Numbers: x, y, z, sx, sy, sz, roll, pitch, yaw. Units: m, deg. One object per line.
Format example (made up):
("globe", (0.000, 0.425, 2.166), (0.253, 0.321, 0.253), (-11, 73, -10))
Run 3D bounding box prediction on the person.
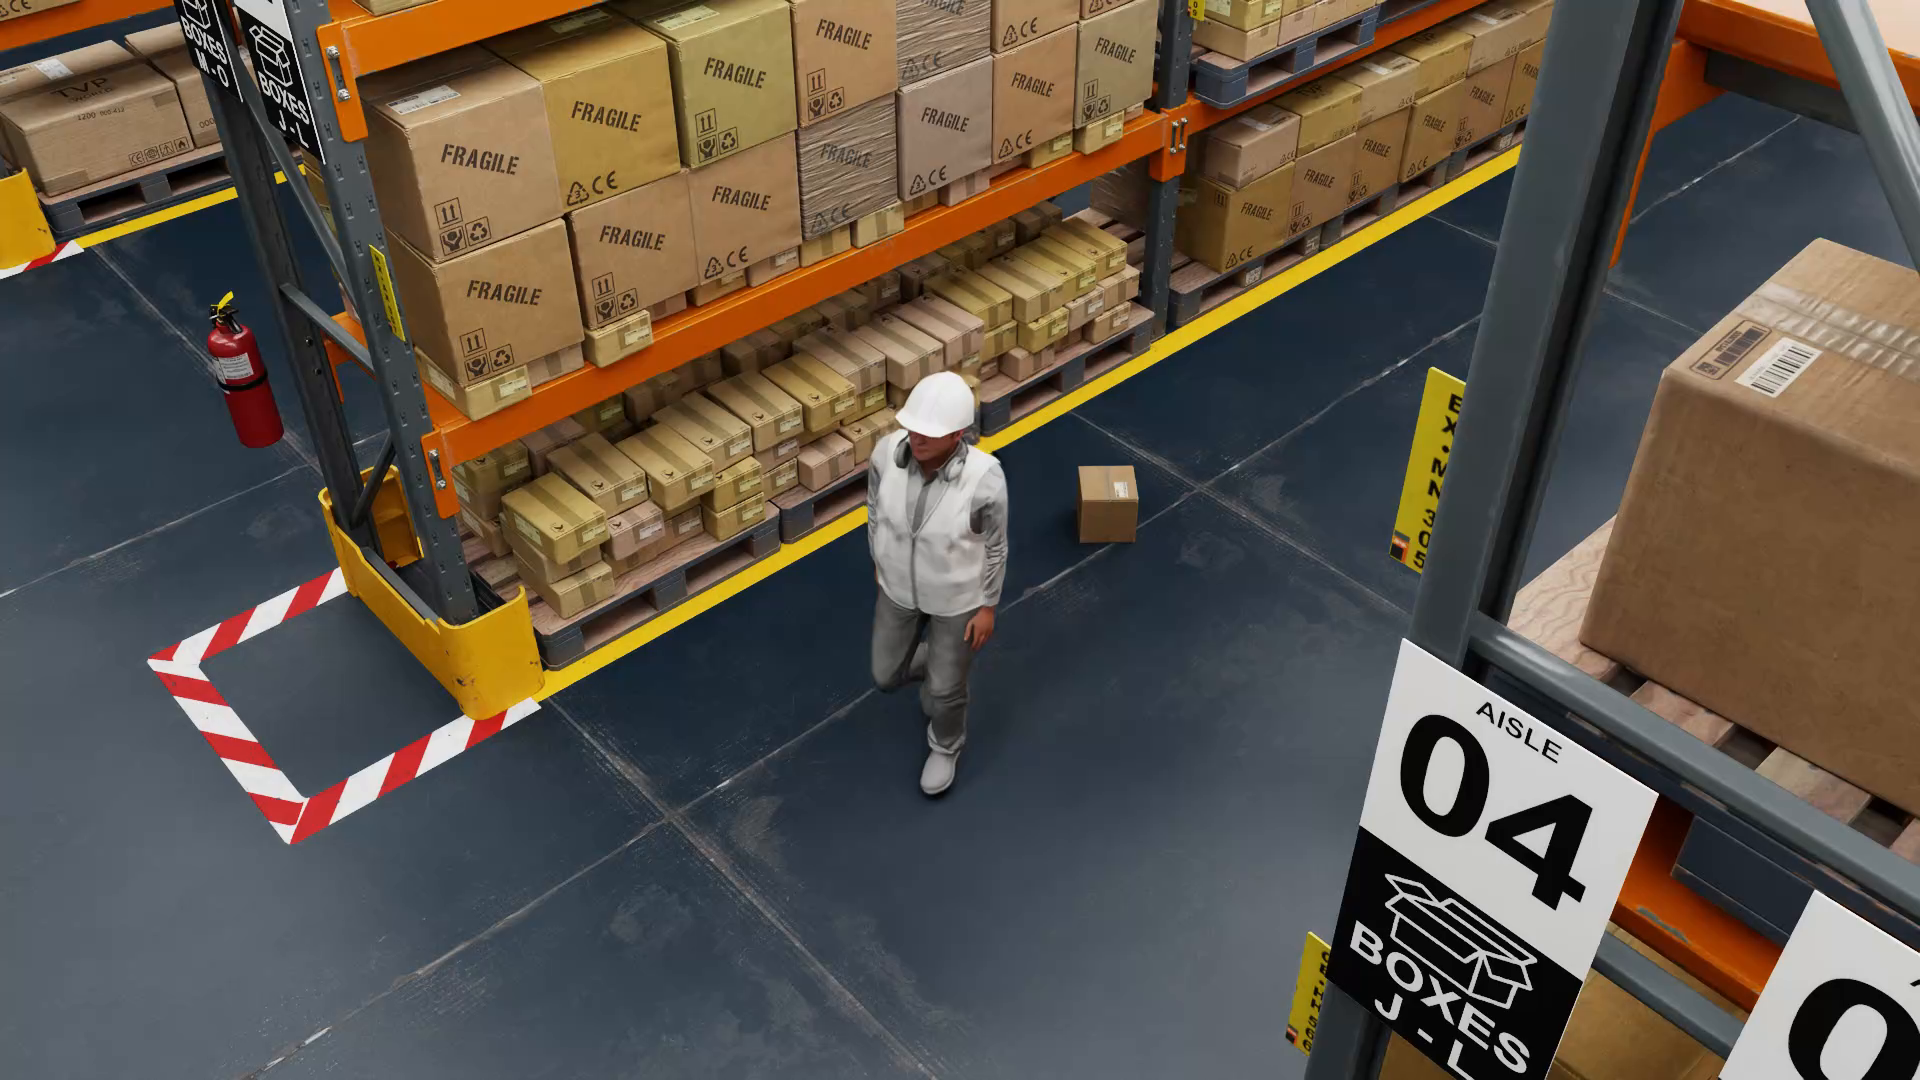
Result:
("person", (-0.073, 0.121, 5.952), (0.547, 1.763, 0.556), (16, 42, 18))
